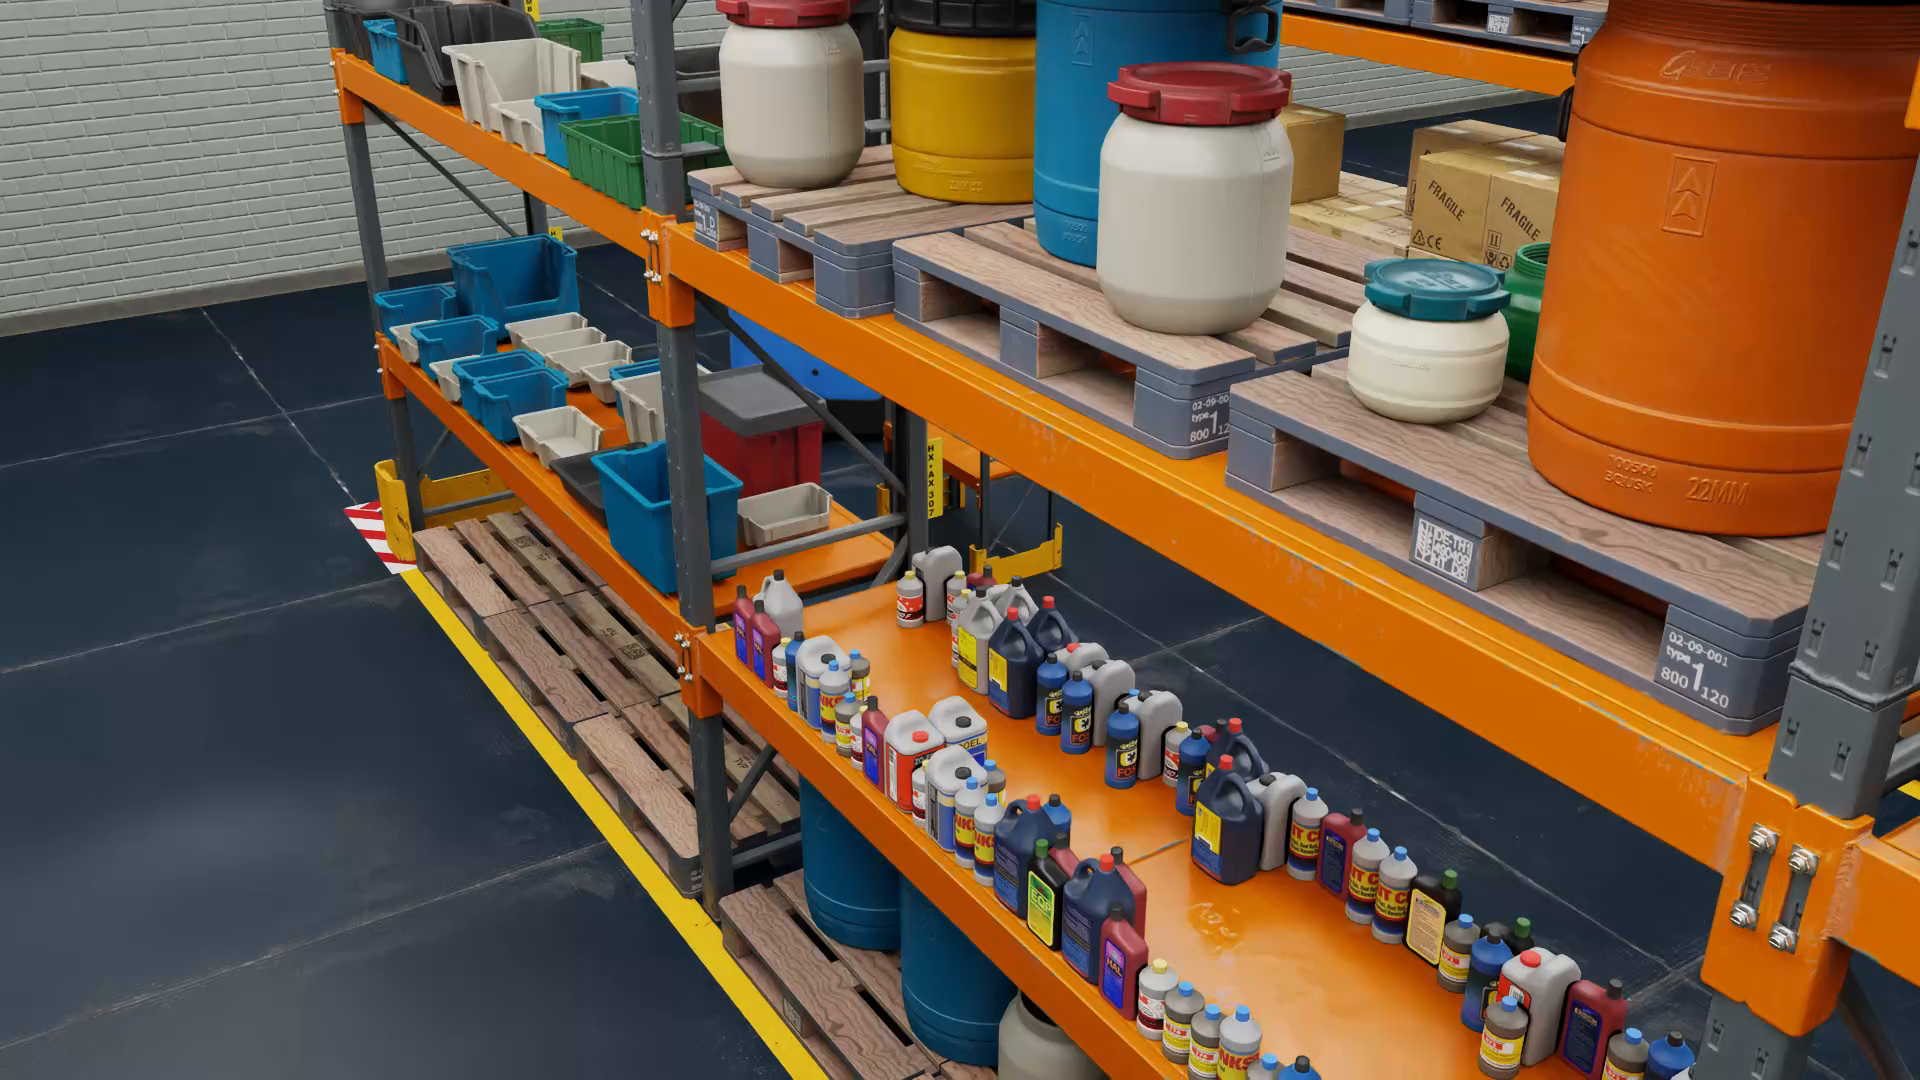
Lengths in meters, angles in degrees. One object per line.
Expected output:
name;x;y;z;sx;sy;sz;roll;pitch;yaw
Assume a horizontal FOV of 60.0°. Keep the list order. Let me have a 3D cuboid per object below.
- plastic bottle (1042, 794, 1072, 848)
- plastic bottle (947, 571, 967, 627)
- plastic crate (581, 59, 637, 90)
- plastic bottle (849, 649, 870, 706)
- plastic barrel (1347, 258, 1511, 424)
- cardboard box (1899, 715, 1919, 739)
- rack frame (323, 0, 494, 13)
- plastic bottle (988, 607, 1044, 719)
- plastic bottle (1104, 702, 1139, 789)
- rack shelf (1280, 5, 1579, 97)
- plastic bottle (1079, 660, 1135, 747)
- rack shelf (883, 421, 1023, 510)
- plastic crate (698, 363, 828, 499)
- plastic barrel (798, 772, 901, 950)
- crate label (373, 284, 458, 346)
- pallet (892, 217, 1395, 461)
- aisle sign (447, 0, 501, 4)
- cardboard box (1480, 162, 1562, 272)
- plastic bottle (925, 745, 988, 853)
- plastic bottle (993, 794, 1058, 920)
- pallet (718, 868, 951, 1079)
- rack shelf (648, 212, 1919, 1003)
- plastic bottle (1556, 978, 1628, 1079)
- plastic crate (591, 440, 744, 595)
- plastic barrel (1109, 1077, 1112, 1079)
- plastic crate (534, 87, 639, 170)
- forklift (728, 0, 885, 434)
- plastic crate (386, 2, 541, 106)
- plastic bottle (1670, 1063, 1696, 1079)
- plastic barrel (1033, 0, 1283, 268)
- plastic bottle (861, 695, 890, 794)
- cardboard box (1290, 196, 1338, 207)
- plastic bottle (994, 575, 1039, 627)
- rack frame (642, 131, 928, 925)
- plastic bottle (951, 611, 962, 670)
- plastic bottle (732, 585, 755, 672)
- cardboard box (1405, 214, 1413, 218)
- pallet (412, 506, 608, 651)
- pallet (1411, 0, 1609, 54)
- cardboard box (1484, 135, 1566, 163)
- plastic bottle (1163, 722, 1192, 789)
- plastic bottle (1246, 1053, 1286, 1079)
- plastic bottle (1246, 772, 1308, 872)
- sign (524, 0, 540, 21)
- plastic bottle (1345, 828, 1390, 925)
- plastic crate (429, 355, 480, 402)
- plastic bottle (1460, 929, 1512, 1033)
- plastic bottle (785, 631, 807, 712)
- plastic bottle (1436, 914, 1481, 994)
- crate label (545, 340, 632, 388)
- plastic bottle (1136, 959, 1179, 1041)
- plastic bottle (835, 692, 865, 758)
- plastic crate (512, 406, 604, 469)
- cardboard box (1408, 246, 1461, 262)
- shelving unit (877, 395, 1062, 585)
plastic bottle;0.260;0.829;4.631;0.097;0.271;0.097;0;25;0
plastic bottle;0.000;0.209;6.026;0.097;0.201;0.097;0;25;0
plastic crate;-1.420;-1.968;7.201;0.437;0.136;0.530;-16;29;-30
plastic bottle;-0.345;0.458;5.499;0.097;0.201;0.097;0;25;0
plastic barrel;0.903;-0.384;3.206;0.301;0.262;0.301;0;25;0
cardboard box;4.921;0.493;7.188;1.225;0.875;0.875;-15;29;-29
rack frame;-2.756;-4.125;7.947;1.000;3.000;0.127;-16;29;-30
plastic bottle;0.184;0.393;5.462;0.144;0.351;0.185;-16;29;-30
plastic bottle;0.494;0.620;5.073;0.097;0.271;0.097;0;25;0
rack shelf;2.486;-2.882;9.671;1.077;0.370;4.000;-16;29;-30
plastic bottle;0.462;0.499;5.324;0.152;0.276;0.135;-16;29;-30
rack shelf;0.047;-0.485;9.442;0.538;0.185;1.000;-16;29;-30
plastic crate;-0.850;-0.415;6.971;0.402;0.464;0.583;-16;29;-30
plastic barrel;-0.290;0.976;6.135;0.600;0.901;0.708;-16;29;-30
crate label;-2.897;-1.199;8.901;0.416;0.233;0.303;-16;29;-30
pallet;0.559;-0.590;4.194;1.003;0.211;1.213;-16;29;-30
aisle sign;-2.550;-2.682;8.872;0.394;0.787;0.004;-16;29;-30
cardboard box;3.102;-1.644;8.667;0.500;0.500;0.500;-15;29;-28
plastic bottle;-0.007;0.743;4.808;0.152;0.276;0.135;-16;29;-30
plastic bottle;0.183;0.837;4.521;0.144;0.351;0.185;-16;29;-30
pallet;-0.186;1.565;6.187;1.003;0.211;1.213;-16;29;-30
rack shelf;0.519;-0.297;4.195;1.077;0.370;4.000;-16;29;-30
plastic bottle;1.504;1.144;3.950;0.061;0.283;0.133;-16;29;-30
plastic crate;-1.113;-0.089;6.373;0.392;0.384;0.575;-16;29;-30
plastic barrel;0.713;1.775;4.810;0.600;0.588;0.708;-16;29;-30
plastic crate;-1.337;-1.514;6.125;0.416;0.233;0.300;-16;29;-30
forklift;-0.952;-2.618;11.862;1.130;2.935;3.031;1;25;2
plastic crate;-2.152;-2.130;7.308;0.504;0.338;0.767;-16;29;-30
plastic bottle;1.646;1.275;3.680;0.152;0.276;0.135;-16;29;-30
plastic barrel;0.487;-1.180;4.143;0.600;0.901;0.708;-16;29;-30
plastic bottle;-0.245;0.619;5.061;0.061;0.283;0.133;-16;29;-30
cardboard box;1.990;-2.034;10.371;0.500;0.250;0.500;-17;30;-31
plastic bottle;0.203;0.293;5.673;0.144;0.351;0.185;-16;29;-30
rack frame;-0.573;0.018;6.197;1.000;3.000;0.127;-16;29;-30
plastic bottle;0.019;0.340;5.748;0.097;0.201;0.097;0;25;0
plastic bottle;-0.730;0.302;5.734;0.061;0.283;0.133;-16;29;-30
cardboard box;2.985;-1.795;9.865;0.500;0.250;0.500;-15;29;-28
pallet;-2.338;0.153;9.179;1.003;0.211;1.213;-16;29;-30
pallet;3.139;-2.747;8.646;1.003;0.211;1.213;-16;29;-30
cardboard box;3.268;-1.950;9.317;0.500;0.500;0.500;-16;29;-30
plastic bottle;0.675;0.651;5.090;0.097;0.201;0.097;0;25;0
plastic bottle;0.700;1.261;3.797;0.097;0.201;0.097;0;25;0
plastic bottle;0.889;0.779;4.731;0.152;0.276;0.135;-16;29;-30
sign;-2.304;-2.855;8.894;0.100;0.325;0.005;-16;29;-30
plastic bottle;1.101;0.899;4.483;0.097;0.271;0.097;0;25;0
plastic crate;-2.421;-0.778;8.124;0.250;0.136;0.298;-16;29;-30
plastic bottle;1.302;1.078;4.103;0.097;0.271;0.097;0;25;0
plastic bottle;-0.526;0.427;5.483;0.097;0.271;0.097;0;25;0
plastic bottle;1.280;1.048;4.249;0.097;0.201;0.097;0;25;0
crate label;-1.841;-0.870;8.317;0.396;0.136;0.243;-16;29;-30
plastic bottle;0.487;1.122;4.092;0.097;0.201;0.097;0;25;0
plastic bottle;-0.346;0.576;5.248;0.097;0.201;0.097;0;25;0
plastic crate;-1.775;-0.442;7.412;0.293;0.136;0.466;-16;29;-30
cardboard box;2.832;-1.484;9.207;0.500;0.250;0.500;-15;29;-28
shelving unit;0.042;-0.651;9.372;0.587;1.500;1.083;-16;29;-30
